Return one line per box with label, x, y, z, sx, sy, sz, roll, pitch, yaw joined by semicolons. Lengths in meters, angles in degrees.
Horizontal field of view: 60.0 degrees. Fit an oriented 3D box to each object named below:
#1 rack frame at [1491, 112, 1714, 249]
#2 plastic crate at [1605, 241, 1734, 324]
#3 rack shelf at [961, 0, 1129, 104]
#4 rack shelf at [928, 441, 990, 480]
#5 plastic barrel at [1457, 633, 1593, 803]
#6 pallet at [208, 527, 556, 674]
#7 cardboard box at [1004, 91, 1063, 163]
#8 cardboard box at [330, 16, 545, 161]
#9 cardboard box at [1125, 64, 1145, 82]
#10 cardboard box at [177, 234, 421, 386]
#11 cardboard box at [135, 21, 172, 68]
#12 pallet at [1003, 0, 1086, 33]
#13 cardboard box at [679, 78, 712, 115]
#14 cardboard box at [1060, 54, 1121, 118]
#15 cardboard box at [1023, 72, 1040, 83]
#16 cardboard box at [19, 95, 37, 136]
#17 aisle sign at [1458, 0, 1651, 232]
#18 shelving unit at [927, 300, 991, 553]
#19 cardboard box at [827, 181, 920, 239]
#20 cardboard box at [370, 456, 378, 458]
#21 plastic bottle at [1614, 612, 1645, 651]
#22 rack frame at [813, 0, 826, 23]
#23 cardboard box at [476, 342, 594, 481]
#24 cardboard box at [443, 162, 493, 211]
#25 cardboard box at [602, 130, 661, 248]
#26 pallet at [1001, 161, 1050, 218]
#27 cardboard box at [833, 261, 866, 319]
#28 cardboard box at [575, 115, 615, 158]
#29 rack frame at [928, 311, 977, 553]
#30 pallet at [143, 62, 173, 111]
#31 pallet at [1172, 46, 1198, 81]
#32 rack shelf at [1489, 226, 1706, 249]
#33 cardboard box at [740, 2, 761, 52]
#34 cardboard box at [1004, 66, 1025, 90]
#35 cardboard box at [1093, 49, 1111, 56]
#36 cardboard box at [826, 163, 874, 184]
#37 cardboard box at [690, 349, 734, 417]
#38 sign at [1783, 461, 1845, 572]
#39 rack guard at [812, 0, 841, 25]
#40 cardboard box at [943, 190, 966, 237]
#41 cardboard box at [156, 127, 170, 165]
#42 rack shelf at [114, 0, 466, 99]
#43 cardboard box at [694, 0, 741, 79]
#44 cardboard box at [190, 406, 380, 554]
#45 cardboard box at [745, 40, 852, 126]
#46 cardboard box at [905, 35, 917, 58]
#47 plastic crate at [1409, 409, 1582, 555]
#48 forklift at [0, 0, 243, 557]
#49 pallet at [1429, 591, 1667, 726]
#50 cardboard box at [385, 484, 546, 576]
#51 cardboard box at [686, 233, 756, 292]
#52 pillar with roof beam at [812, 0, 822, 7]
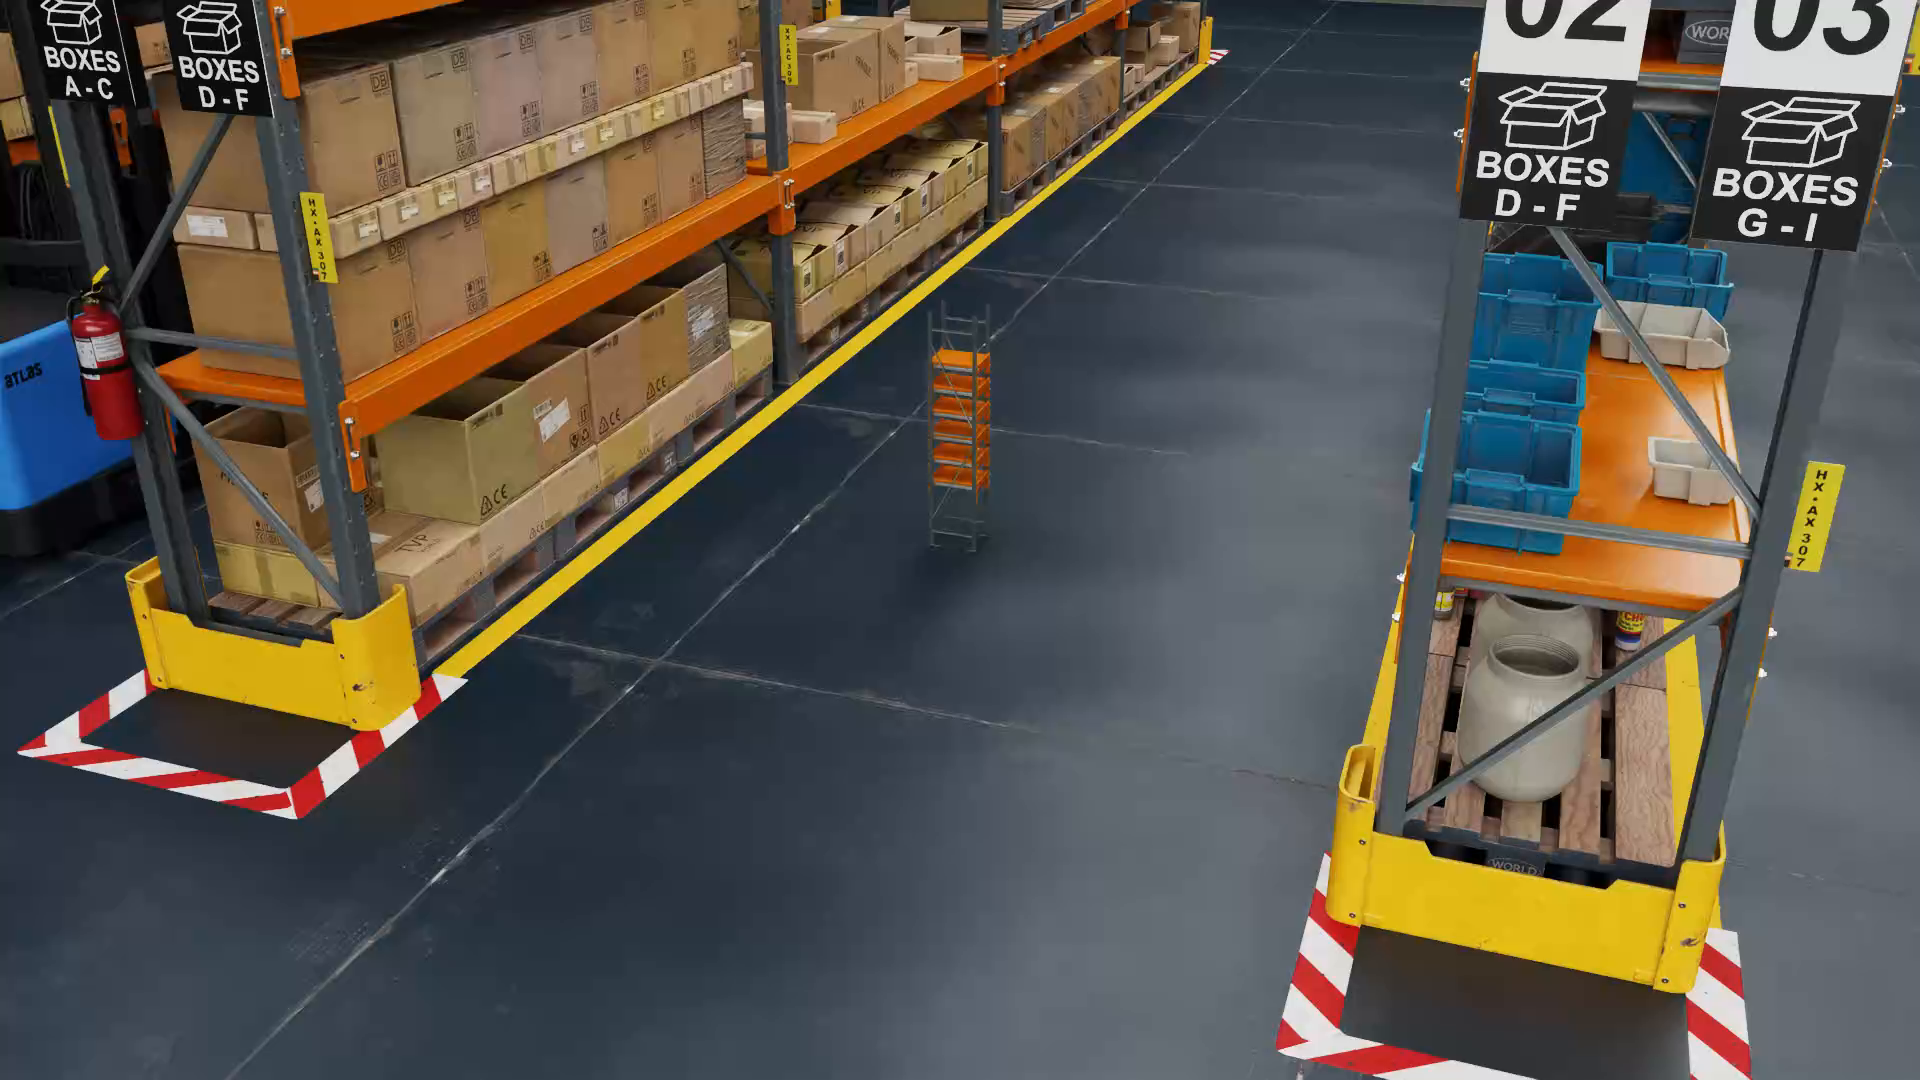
rack frame;3.182;-1.664;8.245;1.000;3.000;0.127;9;27;17
plastic crate;3.069;-1.103;7.257;0.499;0.251;0.616;9;27;17
rack shelf;0.509;-4.526;14.981;1.077;0.370;4.000;9;27;17
rack shelf;-0.005;-0.386;8.048;0.258;0.103;0.180;9;27;17
plastic barrel;1.998;0.629;5.882;0.421;0.512;0.421;0;26;0
pallet;-2.604;0.194;7.606;1.003;0.211;1.213;9;27;17
cardboard box;0.605;-3.668;14.747;0.500;0.500;0.500;8;27;17
cardboard box;-2.297;-2.005;7.346;0.700;0.500;0.500;9;27;18
cardboard box;1.796;-5.092;18.072;0.380;0.166;0.250;9;27;17
cardboard box;-2.652;-0.975;6.707;0.700;0.500;0.500;9;27;17
cardboard box;-5.959;-3.548;11.516;0.700;0.500;0.500;9;27;18
pallet;0.486;-4.741;14.821;1.003;0.211;1.213;9;27;17
cardboard box;-1.545;-2.369;8.841;0.380;0.149;0.250;8;27;16
cardboard box;1.280;-4.500;16.466;0.500;0.500;0.500;9;27;17
cardboard box;0.443;-4.156;15.755;0.500;0.500;0.500;9;27;18
cardboard box;-6.032;-2.804;10.748;0.500;0.250;0.500;9;27;18
aisle sign;1.547;-1.204;4.311;0.394;0.787;0.004;9;27;17
shelving unit;-0.005;-0.534;7.976;0.258;1.200;0.189;9;27;17
cardboard box;-0.605;-2.354;11.699;0.500;0.311;0.500;10;27;19
cardboard box;-2.600;-0.368;8.241;0.500;0.250;0.500;9;27;17
plastic bottle;2.748;0.310;6.794;0.097;0.271;0.097;0;26;0
rack frame;-2.167;-8.032;21.397;1.000;3.000;0.127;9;27;17
cardboard box;-2.112;-0.630;7.923;0.500;0.500;0.500;9;27;17
cardboard box;-2.230;-1.522;7.092;0.380;0.149;0.250;8;27;17
cardboard box;-1.970;-1.822;8.457;0.700;0.500;0.500;9;27;18
pallet;0.127;-3.074;14.357;1.003;0.211;1.213;9;27;17
cardboard box;-0.949;-1.675;10.941;0.500;0.250;0.500;9;27;19
cardboard box;-1.886;-1.947;7.970;0.380;0.149;0.250;10;27;19
rack frame;-0.035;-0.496;7.899;0.240;1.200;0.006;9;27;17
pallet;-5.769;-3.308;11.859;1.003;0.211;1.213;9;27;17
pallet;2.215;-5.701;19.783;1.003;0.211;1.213;9;27;17
rack shelf;3.847;-2.162;10.099;1.077;0.370;4.000;9;27;17
cardboard box;-2.810;-6.161;19.920;0.700;0.500;0.500;9;27;19
cardboard box;0.284;-4.301;15.195;0.500;0.250;0.500;8;27;16
cardboard box;1.346;-5.243;18.217;0.500;0.311;0.500;9;27;17
cardboard box;-0.947;-2.633;12.275;0.500;0.311;0.500;8;27;16
cardboard box;-1.612;-0.909;9.359;0.500;0.250;0.500;9;27;17
sign;2.368;-0.063;4.621;0.100;0.325;0.005;9;27;17
rack guard;-2.159;-6.917;21.963;1.175;0.500;0.348;9;27;17
cardboard box;-0.270;-2.515;12.676;0.500;0.250;0.500;8;27;17
cardboard box;-5.788;-2.998;12.502;0.500;0.250;0.500;8;27;16
rack shelf;-2.154;-2.588;7.537;1.077;0.370;4.000;9;27;17
cardboard box;-1.630;-2.830;9.049;0.700;0.500;0.500;9;27;18
cardboard box;-2.921;-0.293;7.225;0.500;0.500;0.500;9;27;17
cardboard box;-1.042;-2.959;10.804;0.500;0.500;0.500;11;28;21
cardboard box;-0.637;-3.648;12.445;0.500;0.311;0.500;8;27;17
plastic crate;1.735;-0.203;5.397;0.499;0.251;0.616;9;27;17
forklift;-4.434;-1.858;8.725;1.130;2.935;3.031;8;27;16
pallet;2.515;0.364;7.256;1.003;0.211;1.213;9;27;17
cardboard box;-2.268;-0.086;7.658;0.500;0.250;0.500;9;27;17
cardboard box;-1.624;-1.796;10.547;0.500;0.311;0.500;9;27;17
pillar with roof beam;1.975;-11.343;21.351;9.100;9.000;0.400;9;27;17
